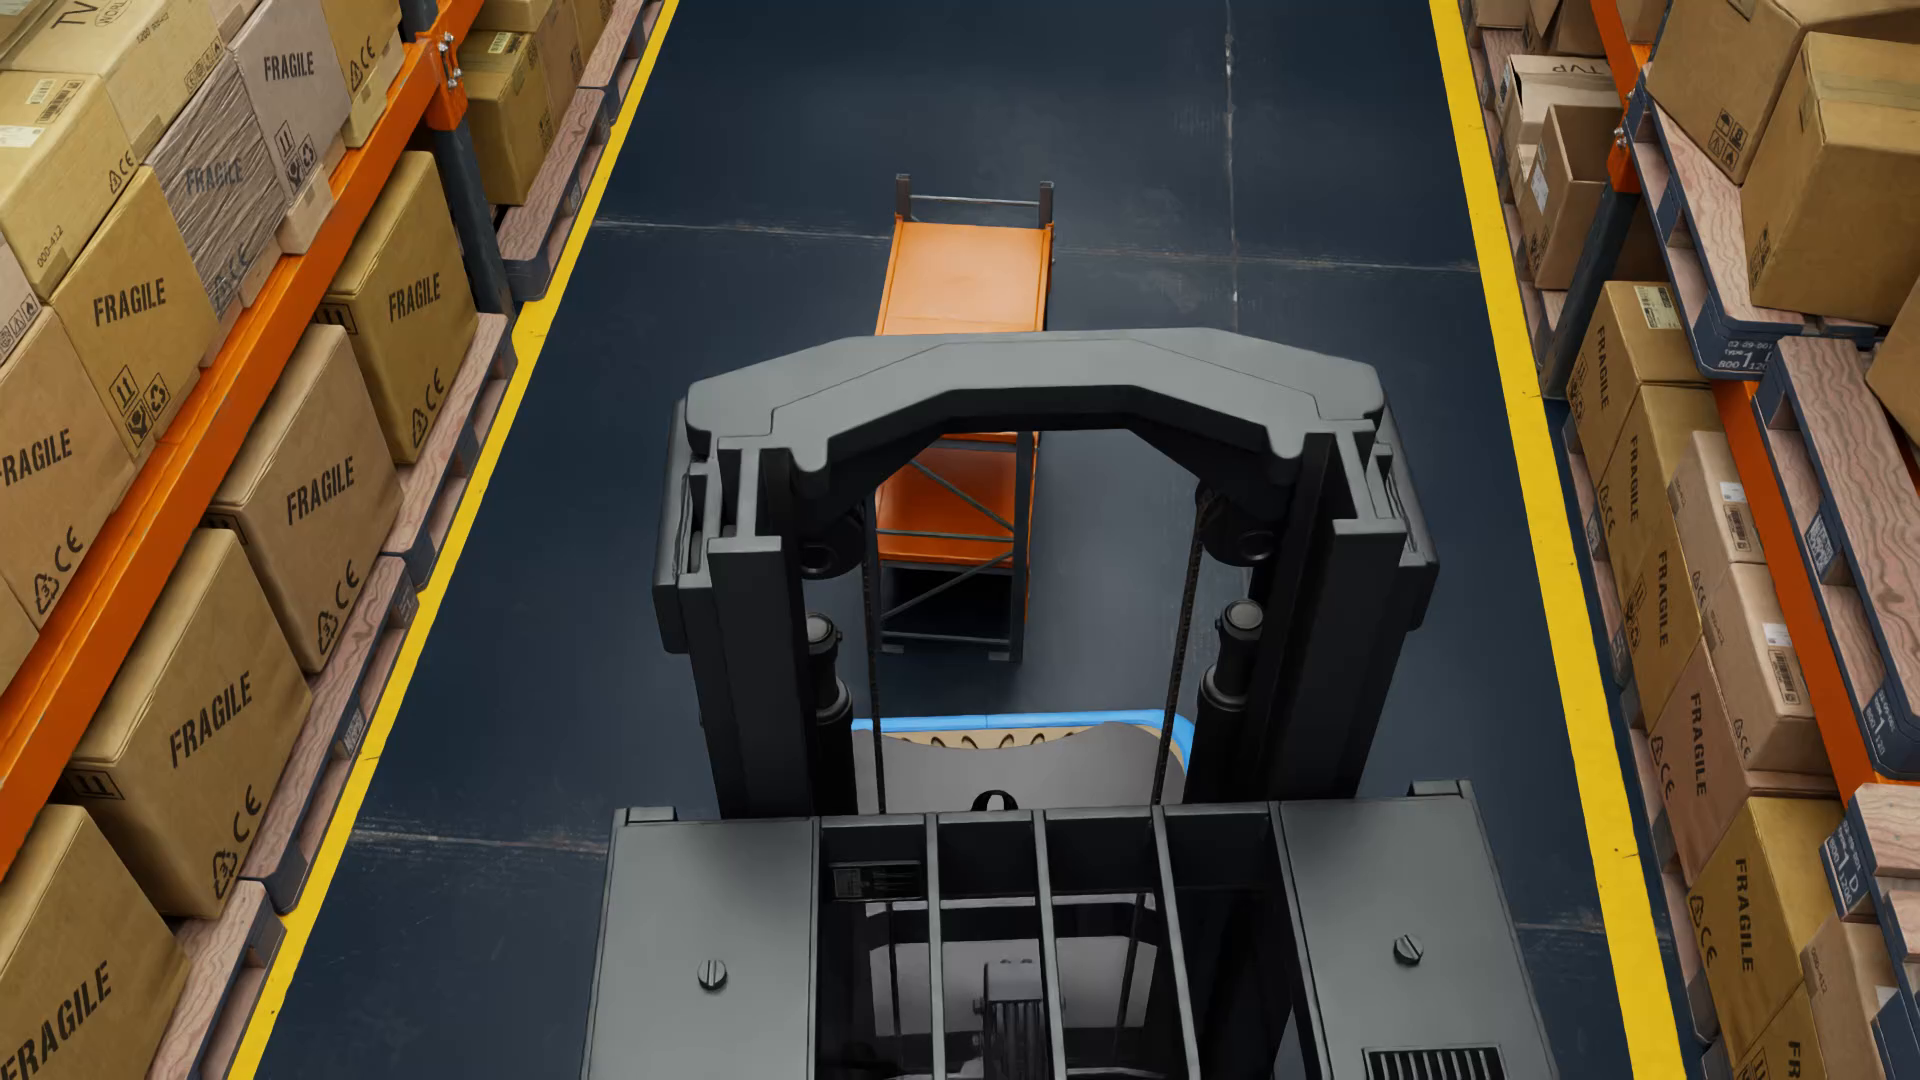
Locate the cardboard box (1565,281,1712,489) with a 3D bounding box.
[{"bbox_3d":[2.399,-0.513,5.582,0.500,0.500,0.500,2,48,2],"label":"cardboard box"}]

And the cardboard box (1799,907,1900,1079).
[{"bbox_3d":[2.173,1.090,3.608,0.500,0.250,0.500,6,48,5],"label":"cardboard box"}]

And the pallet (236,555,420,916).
[{"bbox_3d":[-2.352,0.535,5.118,1.003,0.211,1.213,4,48,4],"label":"pallet"}]

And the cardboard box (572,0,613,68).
[{"bbox_3d":[-1.979,-2.464,7.380,0.700,0.500,0.500,5,48,4],"label":"cardboard box"}]

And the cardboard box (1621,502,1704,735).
[{"bbox_3d":[2.308,0.247,4.888,0.500,0.500,0.500,4,48,4],"label":"cardboard box"}]

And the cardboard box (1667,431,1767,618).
[{"bbox_3d":[2.308,-0.031,4.633,0.500,0.250,0.500,4,48,4],"label":"cardboard box"}]

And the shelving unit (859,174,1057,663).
[{"bbox_3d":[0.001,-0.385,5.339,0.538,1.125,1.048,4,48,4],"label":"shelving unit"}]

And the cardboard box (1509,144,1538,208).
[{"bbox_3d":[2.429,-1.451,6.678,0.380,0.149,0.250,4,48,4],"label":"cardboard box"}]

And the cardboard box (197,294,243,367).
[{"bbox_3d":[-2.156,-0.601,4.424,0.380,0.149,0.250,3,48,2],"label":"cardboard box"}]

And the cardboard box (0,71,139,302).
[{"bbox_3d":[-2.184,-0.787,3.646,0.500,0.250,0.500,3,48,3],"label":"cardboard box"}]

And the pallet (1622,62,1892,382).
[{"bbox_3d":[2.504,-0.902,4.673,1.003,0.211,1.213,4,48,4],"label":"pallet"}]

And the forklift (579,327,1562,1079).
[{"bbox_3d":[0.120,1.236,2.633,1.130,2.935,3.031,-2,48,-2],"label":"forklift"}]

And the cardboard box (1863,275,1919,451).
[{"bbox_3d":[2.586,-0.420,3.749,0.700,0.500,0.500,-7,48,-6],"label":"cardboard box"}]

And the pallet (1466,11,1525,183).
[{"bbox_3d":[2.858,-2.009,7.445,1.003,0.211,1.213,4,48,4],"label":"pallet"}]

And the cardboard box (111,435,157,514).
[{"bbox_3d":[-2.223,-0.214,4.070,0.380,0.149,0.250,4,48,4],"label":"cardboard box"}]

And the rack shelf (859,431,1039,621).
[{"bbox_3d":[0.001,-0.220,5.520,0.538,0.278,1.000,4,48,4],"label":"rack shelf"}]

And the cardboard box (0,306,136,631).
[{"bbox_3d":[-2.210,-0.168,3.588,0.500,0.500,0.500,4,48,3],"label":"cardboard box"}]

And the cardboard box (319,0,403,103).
[{"bbox_3d":[-2.039,-1.662,4.955,0.500,0.500,0.500,3,48,3],"label":"cardboard box"}]

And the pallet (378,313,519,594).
[{"bbox_3d":[-2.243,-0.364,5.940,1.003,0.211,1.213,4,48,4],"label":"pallet"}]

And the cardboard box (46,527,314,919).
[{"bbox_3d":[-2.328,0.471,4.459,0.750,0.750,0.750,4,48,3],"label":"cardboard box"}]

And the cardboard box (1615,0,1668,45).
[{"bbox_3d":[2.476,-1.965,5.447,0.500,0.500,0.500,5,48,4],"label":"cardboard box"}]

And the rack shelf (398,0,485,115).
[{"bbox_3d":[-2.066,-3.104,7.044,1.077,0.370,4.000,4,48,4],"label":"rack shelf"}]

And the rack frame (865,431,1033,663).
[{"bbox_3d":[-0.046,-0.011,4.998,0.500,1.125,0.032,4,48,4],"label":"rack frame"}]

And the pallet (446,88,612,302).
[{"bbox_3d":[-2.101,-1.490,6.970,1.003,0.211,1.213,4,48,4],"label":"pallet"}]

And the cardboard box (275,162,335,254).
[{"bbox_3d":[-2.030,-0.960,4.752,0.380,0.149,0.250,4,48,4],"label":"cardboard box"}]

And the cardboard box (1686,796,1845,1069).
[{"bbox_3d":[2.220,1.004,4.195,0.500,0.500,0.500,2,48,2],"label":"cardboard box"}]

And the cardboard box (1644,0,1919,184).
[{"bbox_3d":[2.420,-1.390,4.636,0.700,0.500,0.500,-11,48,-10],"label":"cardboard box"}]

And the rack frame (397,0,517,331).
[{"bbox_3d":[-2.248,-1.878,5.434,1.000,3.000,0.127,4,48,4],"label":"rack frame"}]

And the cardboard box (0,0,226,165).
[{"bbox_3d":[-2.138,-1.161,3.988,0.500,0.250,0.500,5,48,4],"label":"cardboard box"}]

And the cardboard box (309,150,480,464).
[{"bbox_3d":[-2.178,-0.807,5.628,0.750,0.750,0.750,4,48,4],"label":"cardboard box"}]

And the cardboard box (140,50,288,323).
[{"bbox_3d":[-2.130,-0.918,4.274,0.500,0.500,0.500,4,48,4],"label":"cardboard box"}]

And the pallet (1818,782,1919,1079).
[{"bbox_3d":[2.313,0.954,2.975,1.213,0.211,1.003,4,48,4],"label":"pallet"}]

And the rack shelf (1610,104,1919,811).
[{"bbox_3d":[2.503,0.165,4.054,1.077,0.370,4.000,4,48,4],"label":"rack shelf"}]

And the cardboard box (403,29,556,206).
[{"bbox_3d":[-2.078,-1.718,6.698,0.700,0.500,0.500,4,48,4],"label":"cardboard box"}]

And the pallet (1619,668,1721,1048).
[{"bbox_3d":[2.541,0.893,4.790,1.003,0.211,1.213,4,48,4],"label":"pallet"}]

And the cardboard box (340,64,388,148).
[{"bbox_3d":[-1.996,-1.345,5.104,0.380,0.149,0.250,5,48,4],"label":"cardboard box"}]

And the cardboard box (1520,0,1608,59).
[{"bbox_3d":[2.852,-2.234,7.154,0.797,0.503,0.637,4,48,4],"label":"cardboard box"}]

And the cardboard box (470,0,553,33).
[{"bbox_3d":[-1.865,-2.177,6.678,0.380,0.149,0.250,5,48,5],"label":"cardboard box"}]
